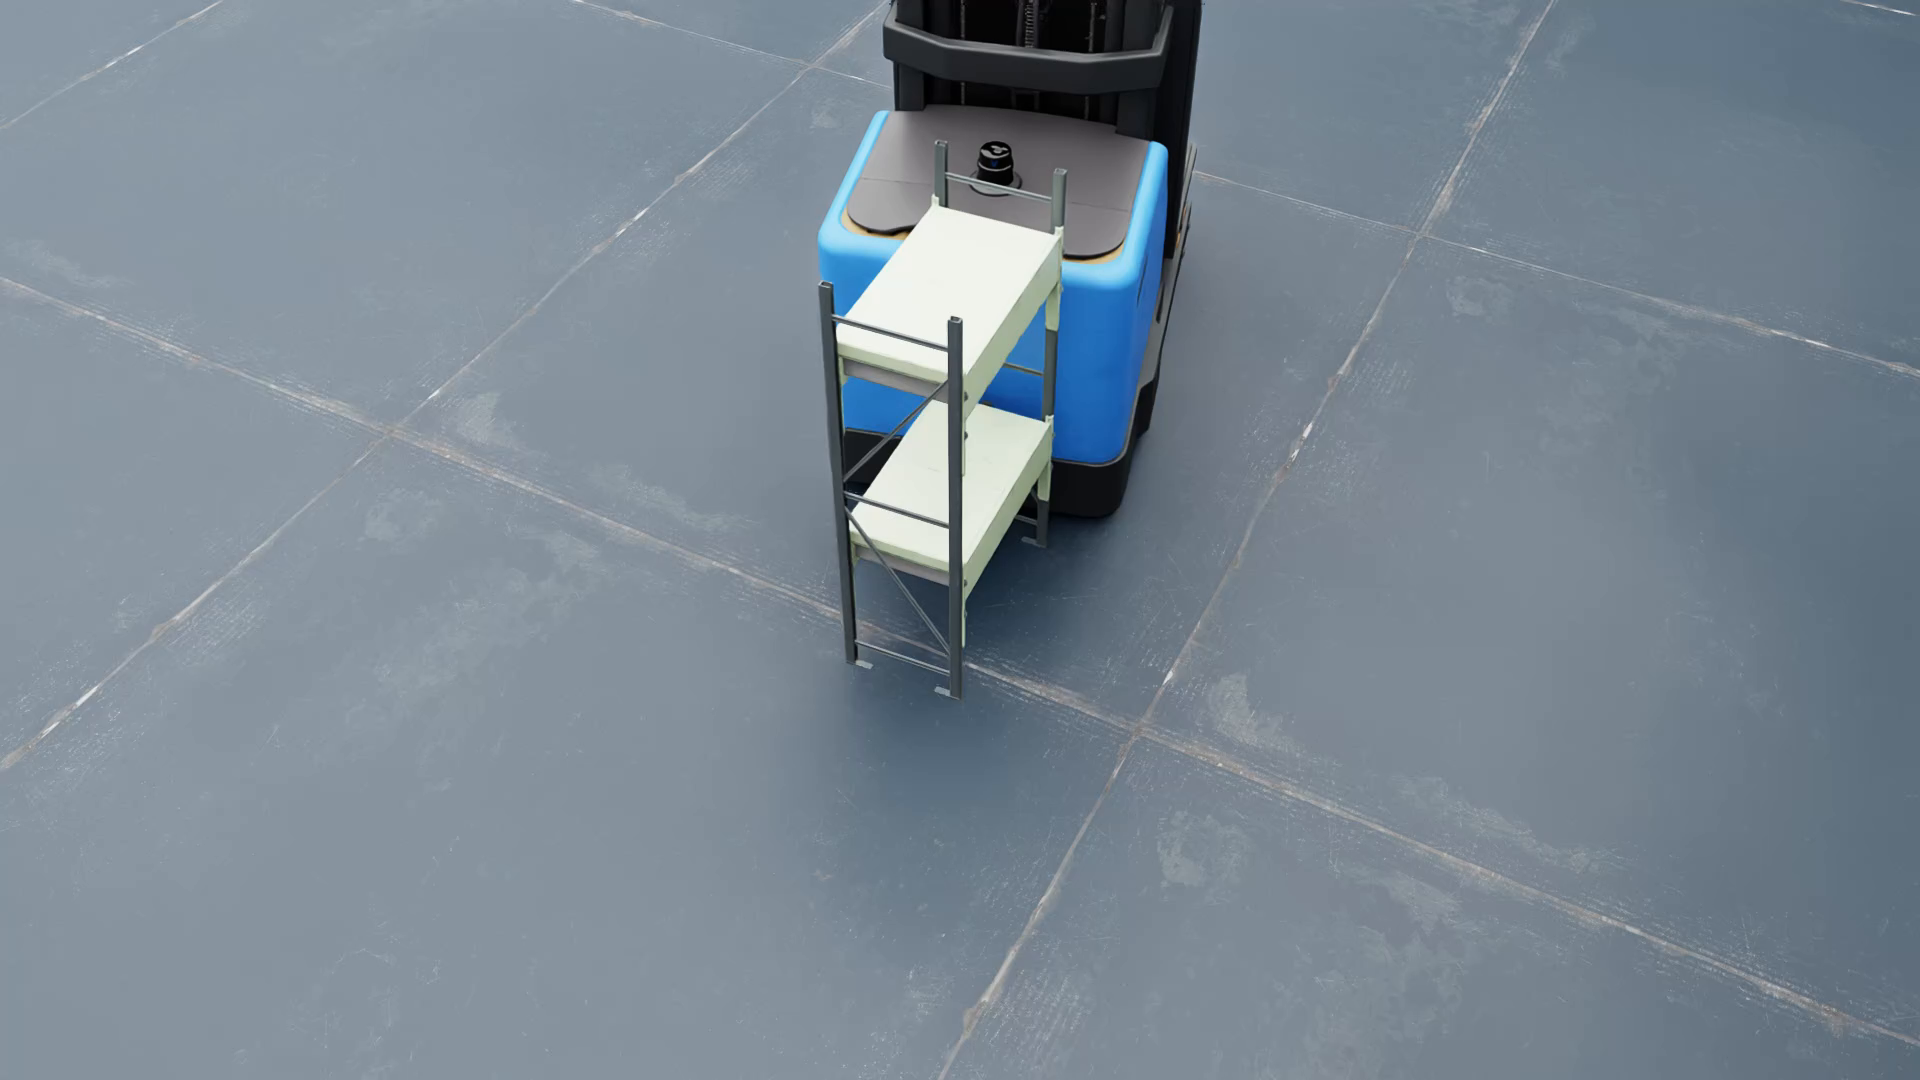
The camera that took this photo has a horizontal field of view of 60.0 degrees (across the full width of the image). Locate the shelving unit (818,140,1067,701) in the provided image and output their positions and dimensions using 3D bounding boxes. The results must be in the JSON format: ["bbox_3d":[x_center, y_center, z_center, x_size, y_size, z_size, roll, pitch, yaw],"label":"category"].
[{"bbox_3d":[-0.034,-0.321,5.012,0.431,1.500,0.755,17,48,16],"label":"shelving unit"}]

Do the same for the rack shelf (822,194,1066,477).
[{"bbox_3d":[-0.034,-0.595,4.735,0.431,0.370,0.720,17,48,16],"label":"rack shelf"}]

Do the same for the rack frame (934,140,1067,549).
[{"bbox_3d":[0.113,-0.559,5.248,0.400,1.500,0.023,17,48,16],"label":"rack frame"}]

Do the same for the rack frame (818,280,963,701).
[{"bbox_3d":[-0.180,-0.082,4.777,0.400,1.500,0.023,17,48,16],"label":"rack frame"}]

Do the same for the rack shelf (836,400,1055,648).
[{"bbox_3d":[-0.034,-0.091,5.244,0.431,0.370,0.720,17,48,16],"label":"rack shelf"}]

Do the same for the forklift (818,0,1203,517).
[{"bbox_3d":[0.351,-2.175,5.839,1.130,2.935,3.031,9,46,9],"label":"forklift"}]
